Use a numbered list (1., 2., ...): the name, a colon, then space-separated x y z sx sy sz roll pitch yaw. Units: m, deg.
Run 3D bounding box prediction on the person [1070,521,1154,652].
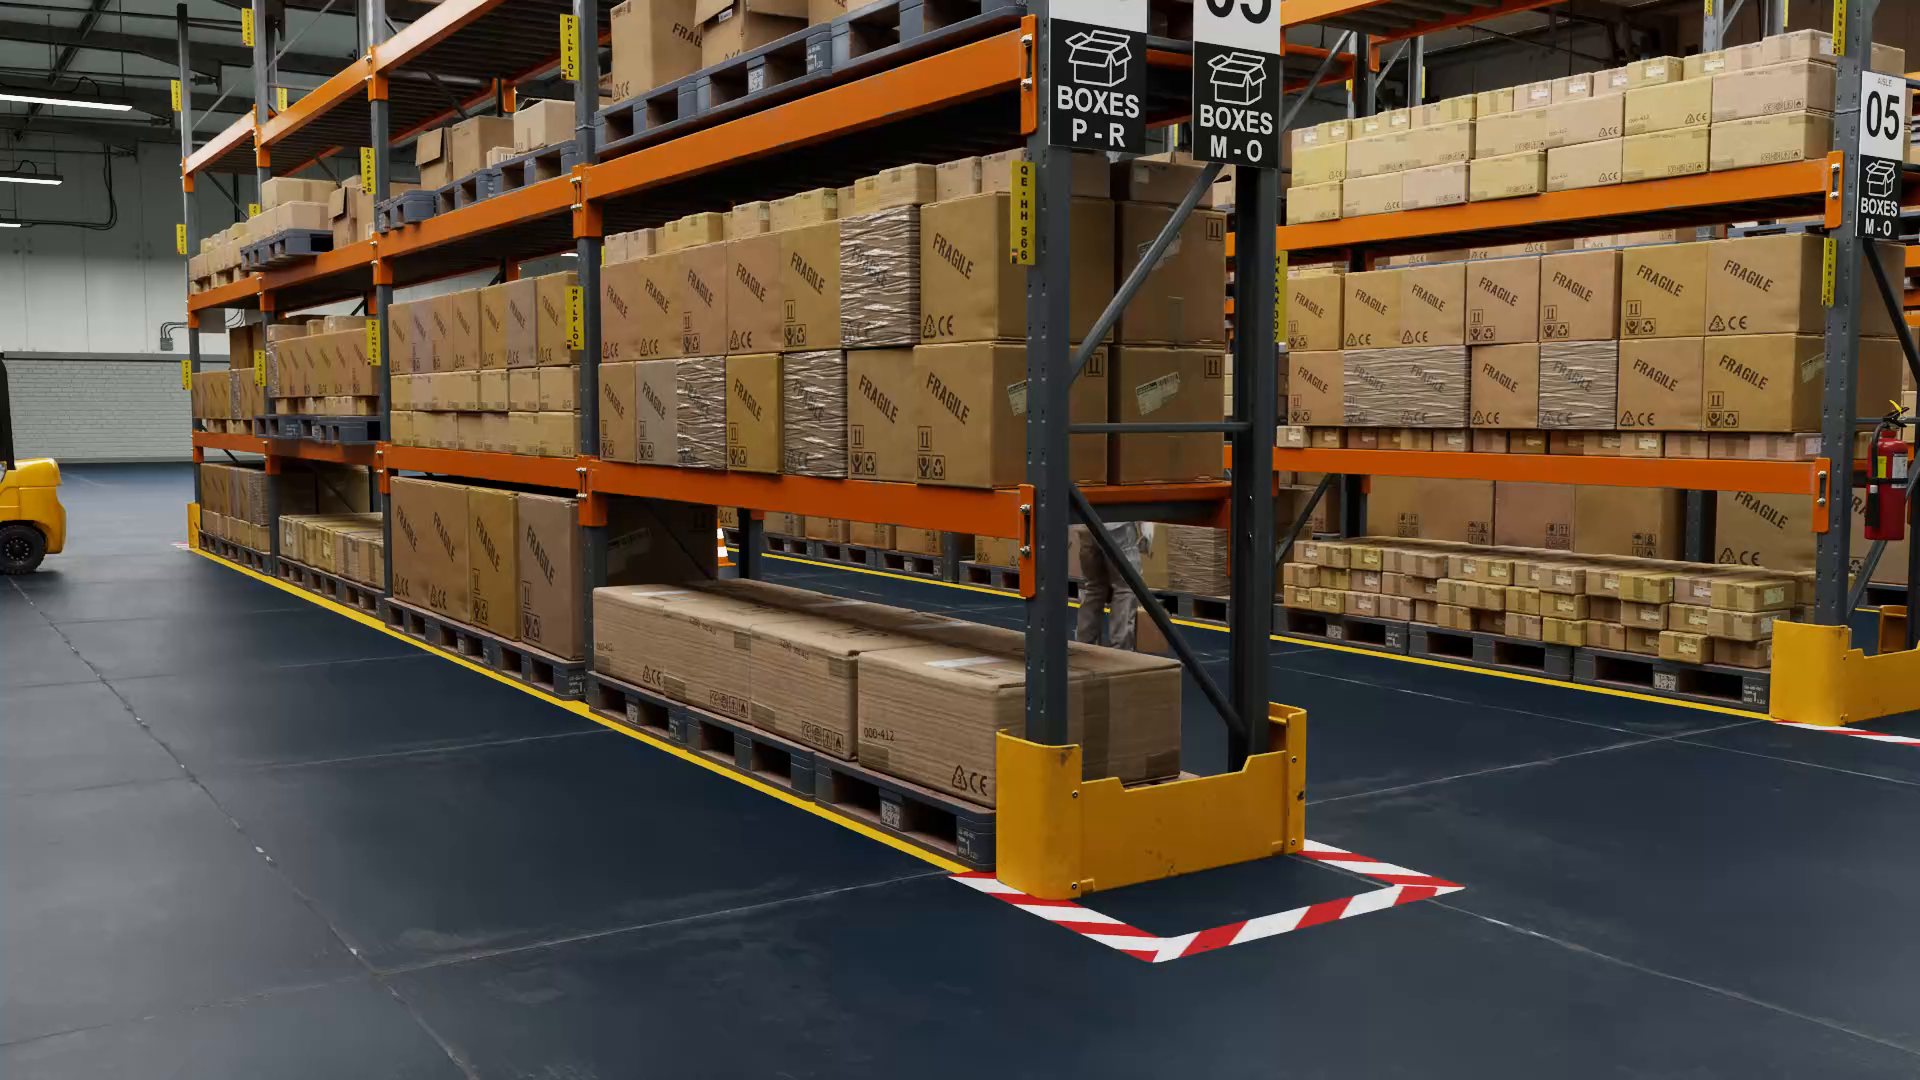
1. person: 0.873 -0.086 9.750 0.434 1.776 0.590 -3 6 -36
